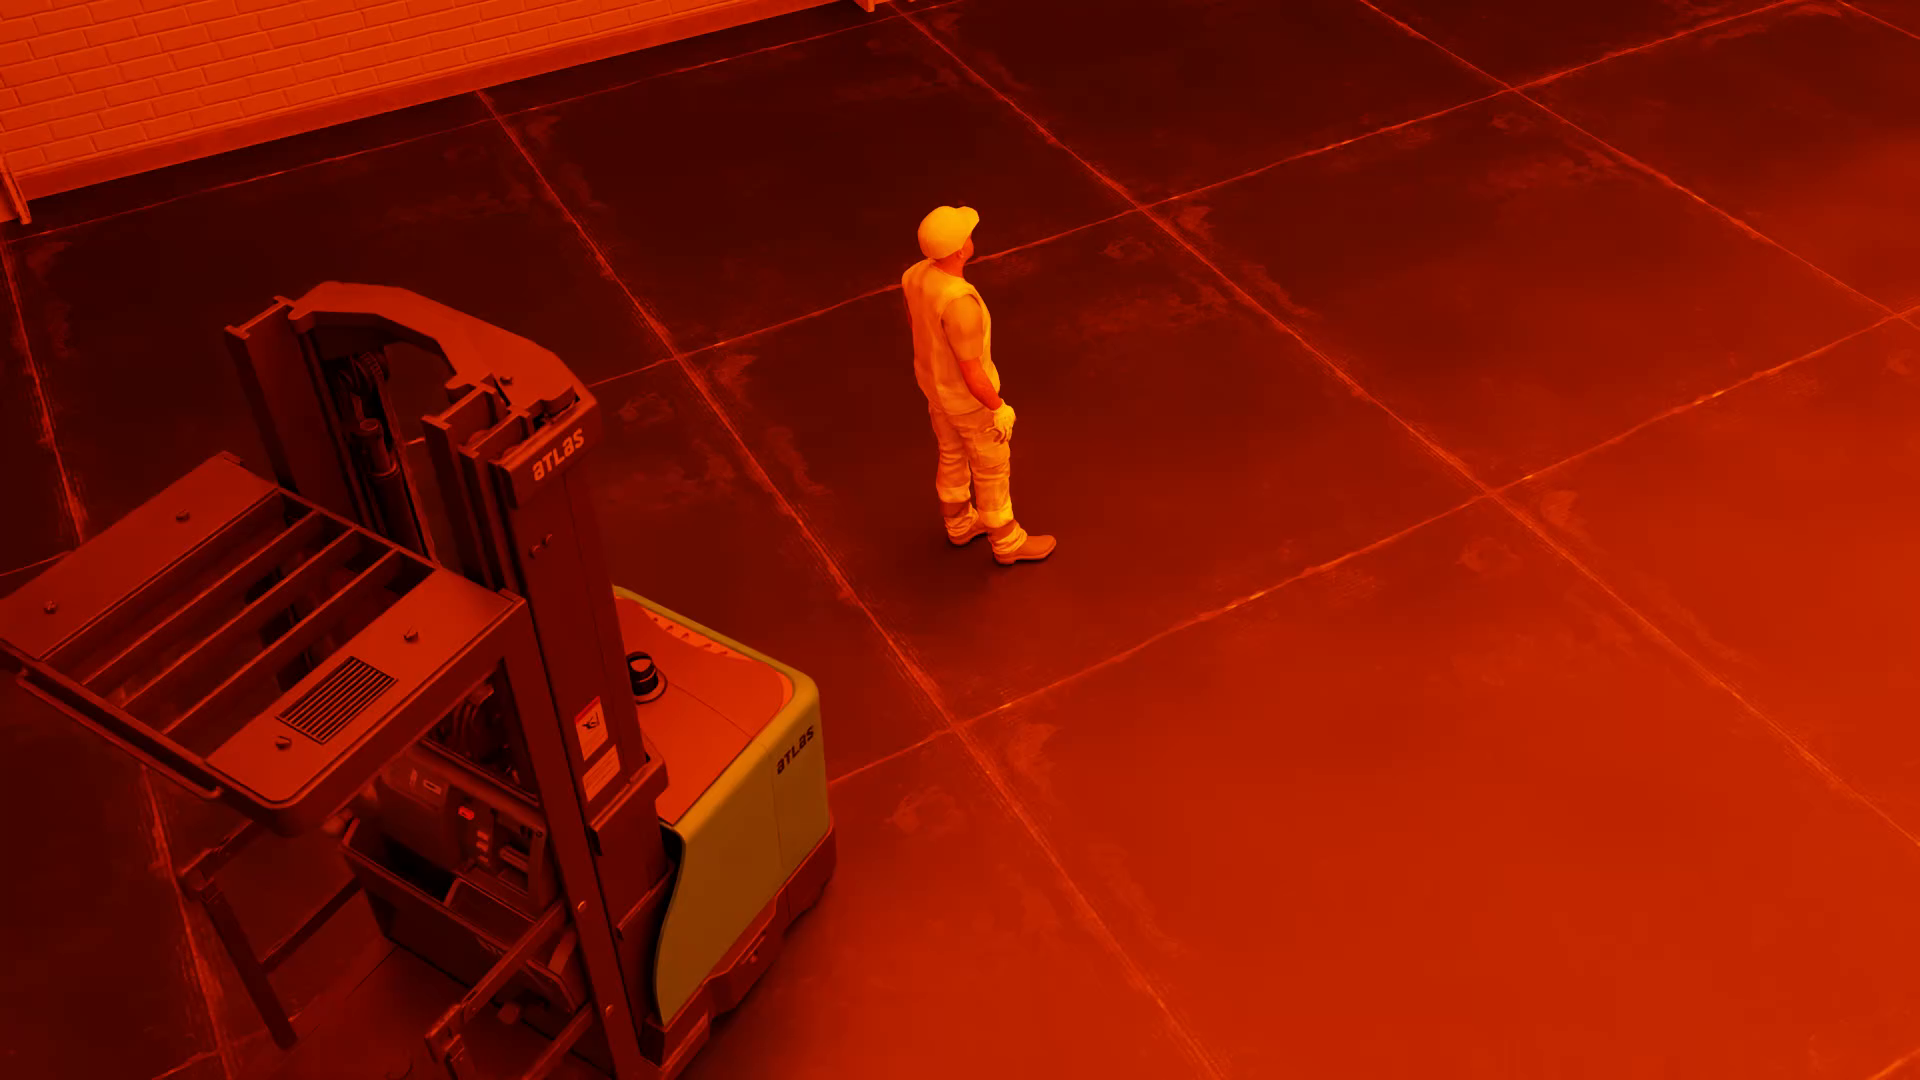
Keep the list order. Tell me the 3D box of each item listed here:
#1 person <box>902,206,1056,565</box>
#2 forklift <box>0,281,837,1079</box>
[{"bbox_3d":[0.076,-0.681,7.261,0.564,1.787,0.637,-21,47,-21],"label":"person"},{"bbox_3d":[-1.674,0.881,4.748,1.130,2.935,3.031,23,47,23],"label":"forklift"}]
